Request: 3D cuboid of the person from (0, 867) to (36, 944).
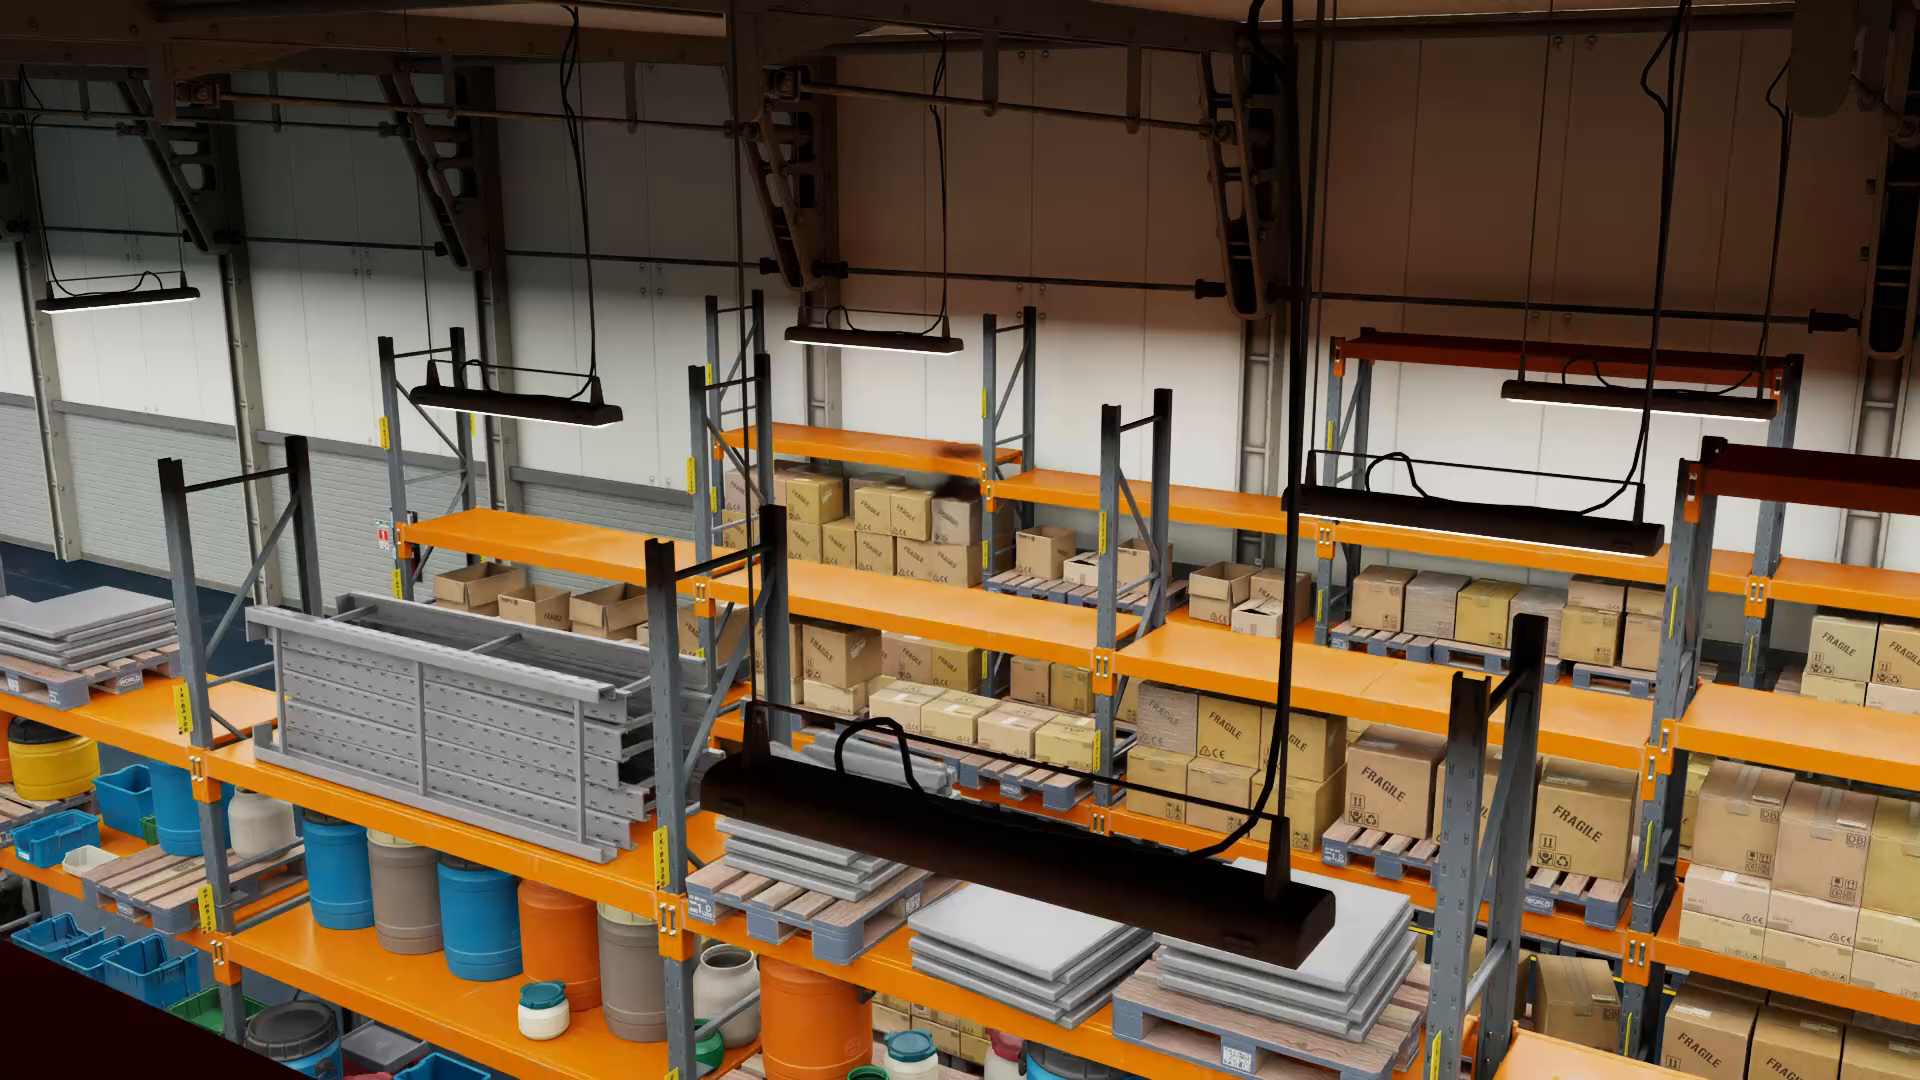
[{"bbox_3d":[-8.658,3.625,14.996,0.421,1.717,0.610,11,18,37],"label":"person"}]
